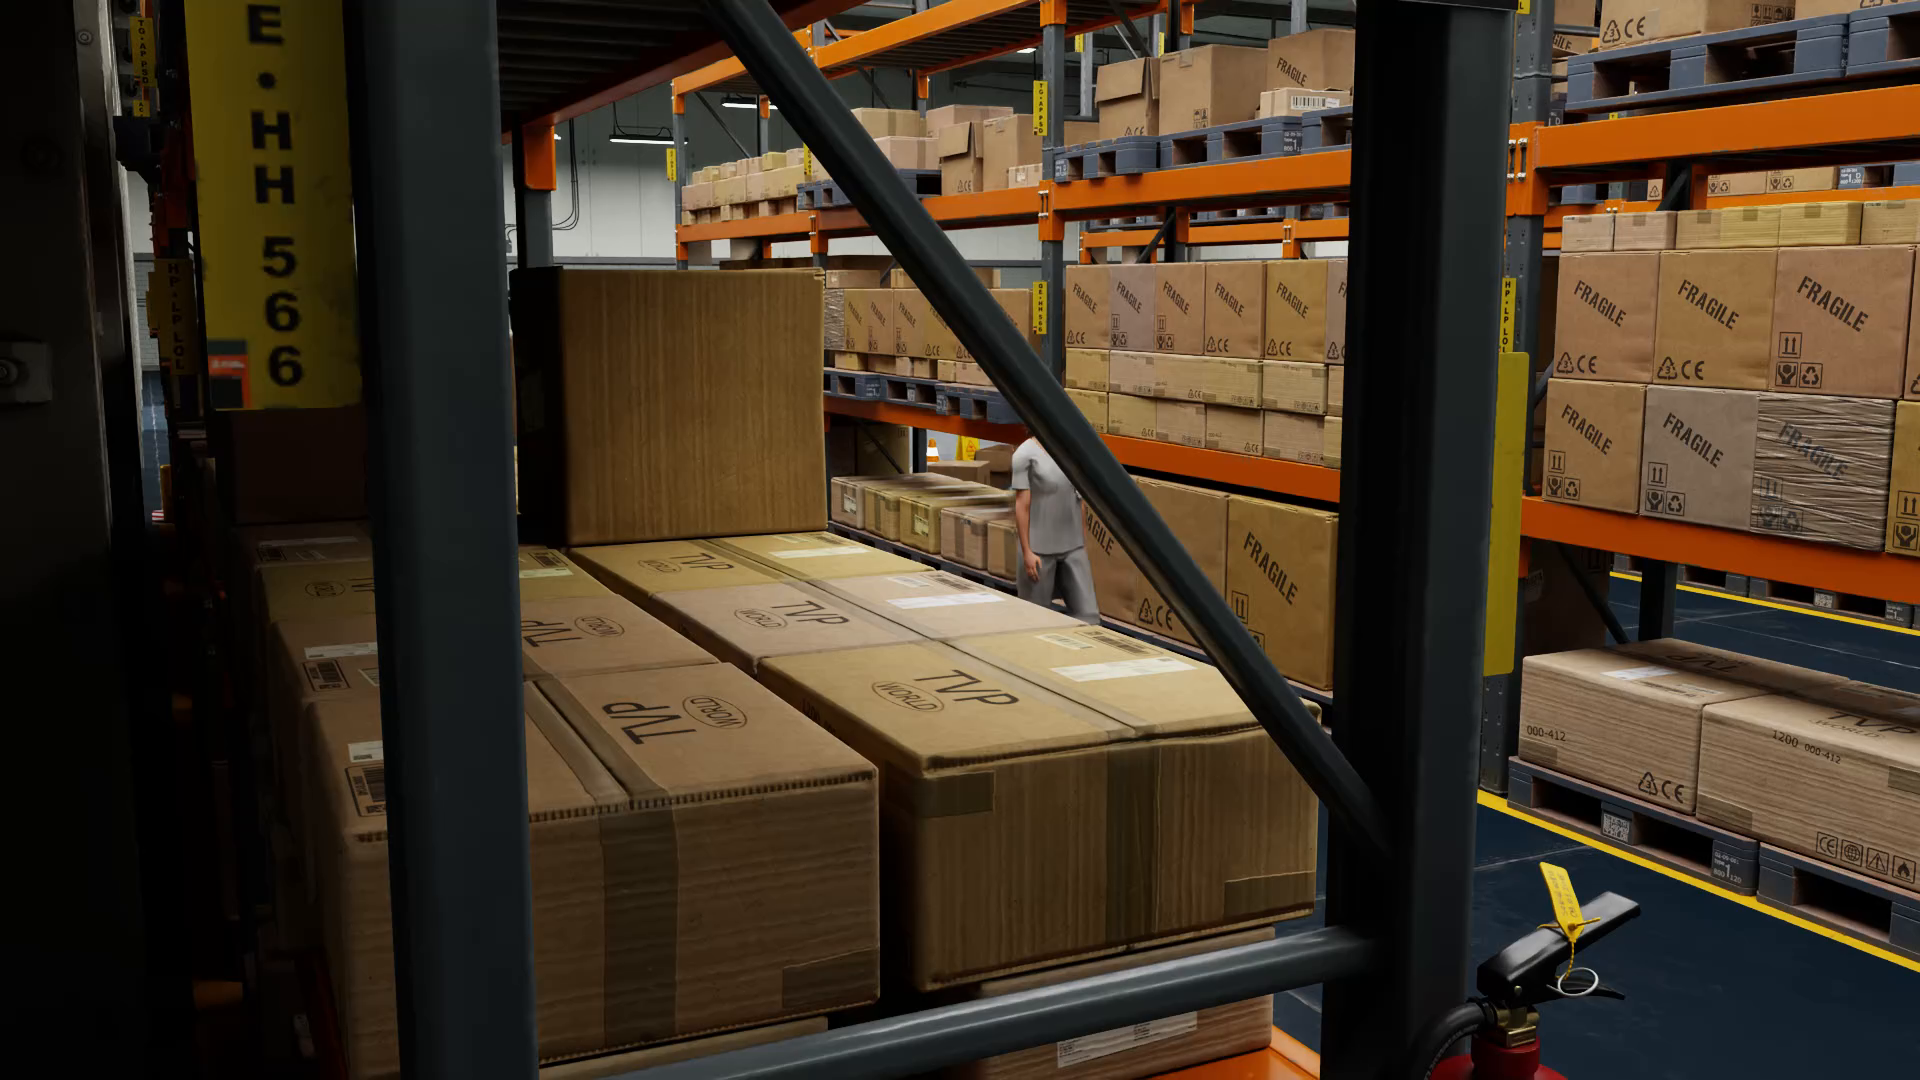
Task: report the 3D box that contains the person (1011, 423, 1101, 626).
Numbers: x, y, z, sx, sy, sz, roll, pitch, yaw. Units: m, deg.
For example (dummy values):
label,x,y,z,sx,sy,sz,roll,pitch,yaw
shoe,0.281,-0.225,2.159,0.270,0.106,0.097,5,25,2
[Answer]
label,x,y,z,sx,sy,sz,roll,pitch,yaw
person,0.513,0.069,8.326,0.462,1.662,0.639,-5,10,-28
